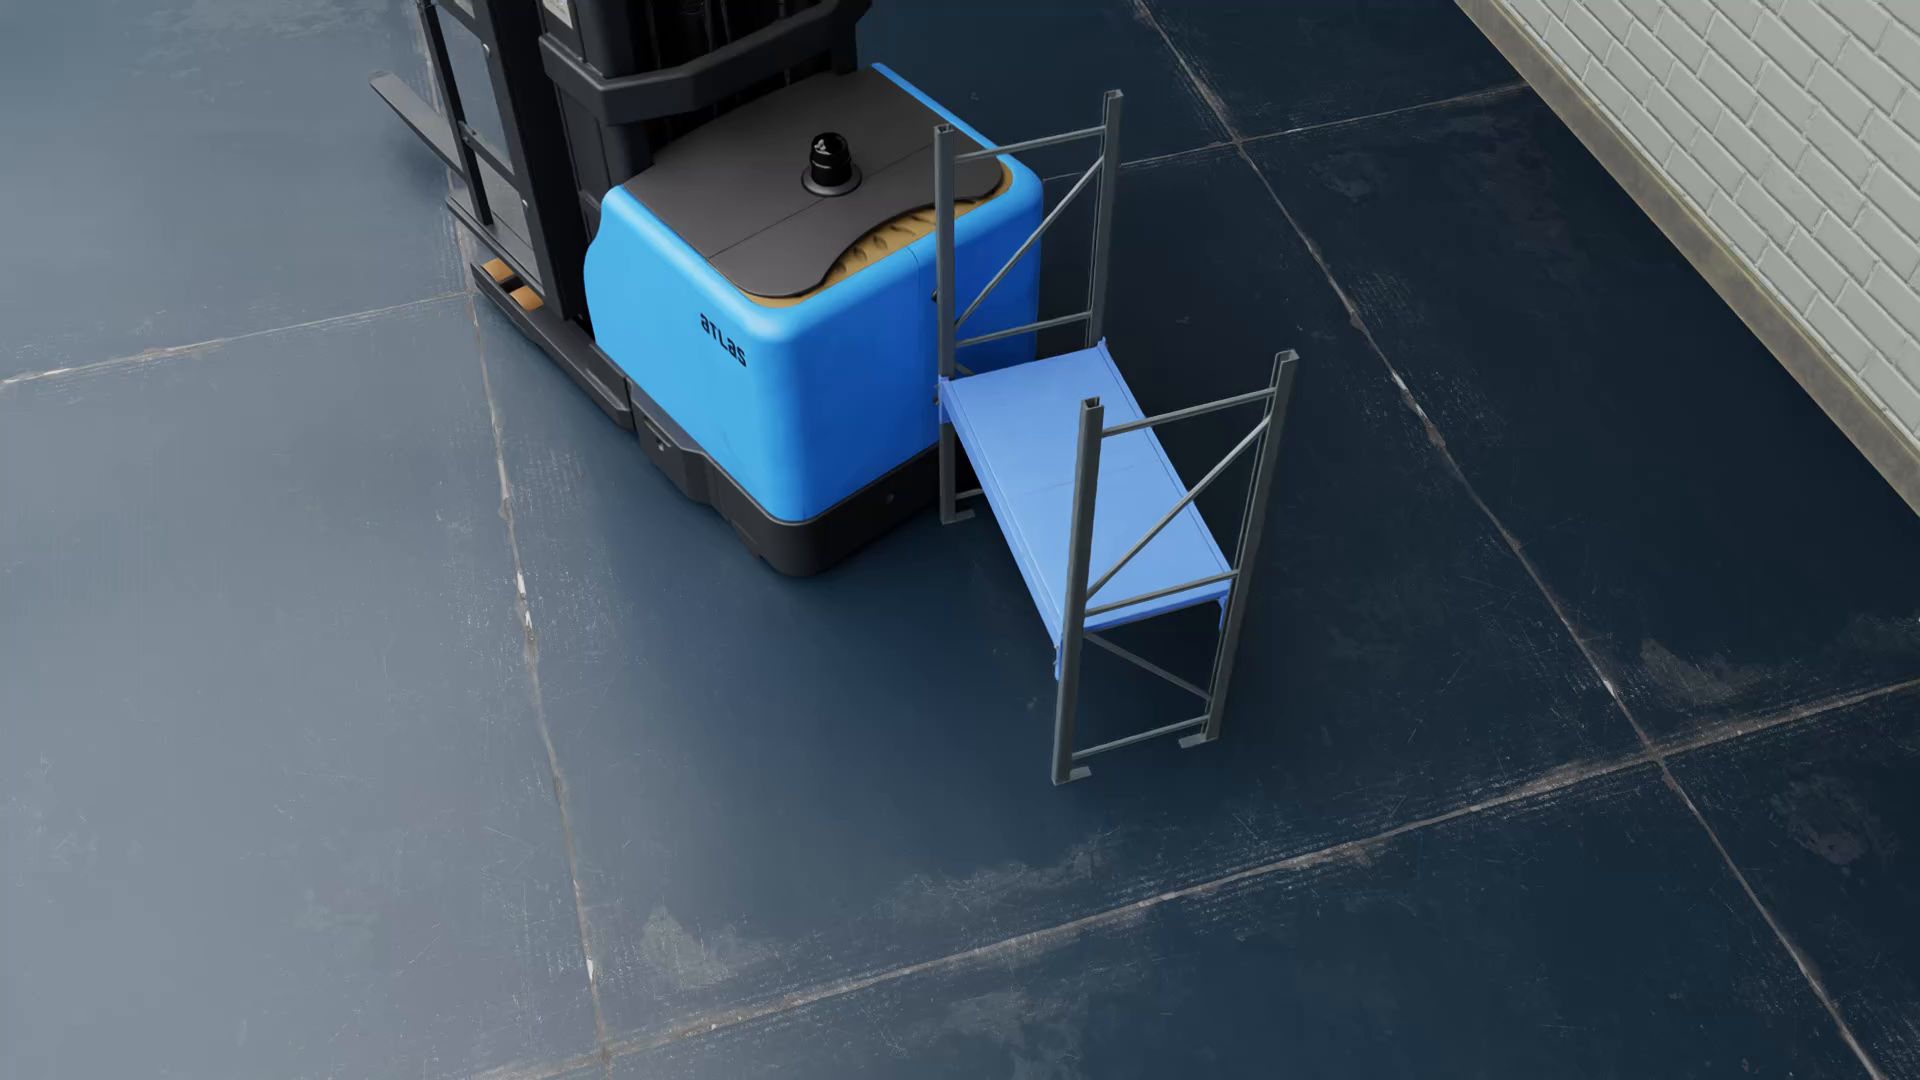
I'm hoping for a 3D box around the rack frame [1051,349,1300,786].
[{"bbox_3d":[0.499,0.137,4.154,0.500,1.500,0.032,-14,51,-12],"label":"rack frame"}]

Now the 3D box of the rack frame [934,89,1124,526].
[{"bbox_3d":[0.177,-0.601,4.775,0.500,1.500,0.032,-14,51,-12],"label":"rack frame"}]

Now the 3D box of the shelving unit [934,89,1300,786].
[{"bbox_3d":[0.338,-0.232,4.465,0.538,1.500,1.048,-14,51,-12],"label":"shelving unit"}]

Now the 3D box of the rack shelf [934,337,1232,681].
[{"bbox_3d":[0.338,-0.116,4.602,0.538,0.185,1.000,-14,51,-12],"label":"rack shelf"}]

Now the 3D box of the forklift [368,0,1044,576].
[{"bbox_3d":[-1.079,-1.896,4.932,1.130,2.935,3.031,-33,57,-25],"label":"forklift"}]
